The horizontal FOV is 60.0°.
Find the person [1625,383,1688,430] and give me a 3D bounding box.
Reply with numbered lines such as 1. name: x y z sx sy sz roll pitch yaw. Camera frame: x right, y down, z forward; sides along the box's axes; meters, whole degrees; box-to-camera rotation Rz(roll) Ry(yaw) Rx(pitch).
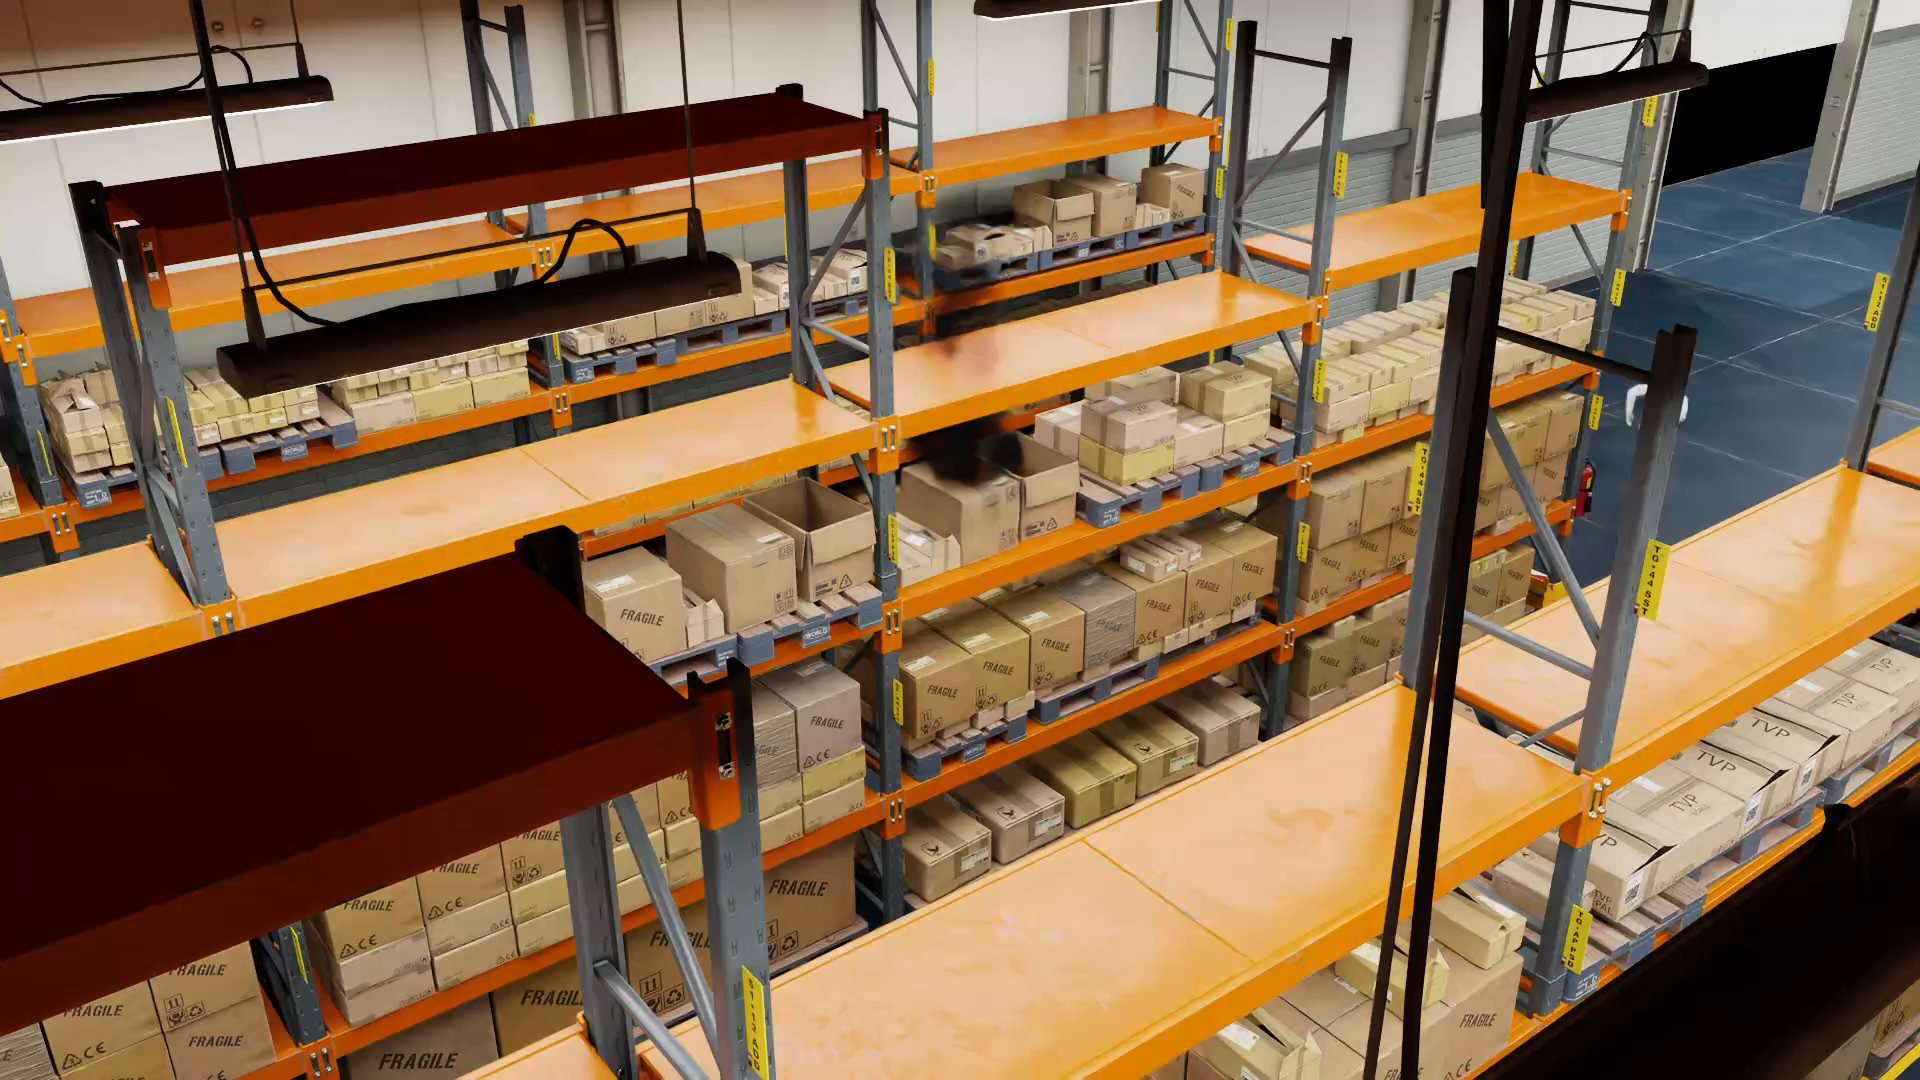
1. person: 7.867 -1.232 18.919 0.643 1.503 0.839 15 30 28
